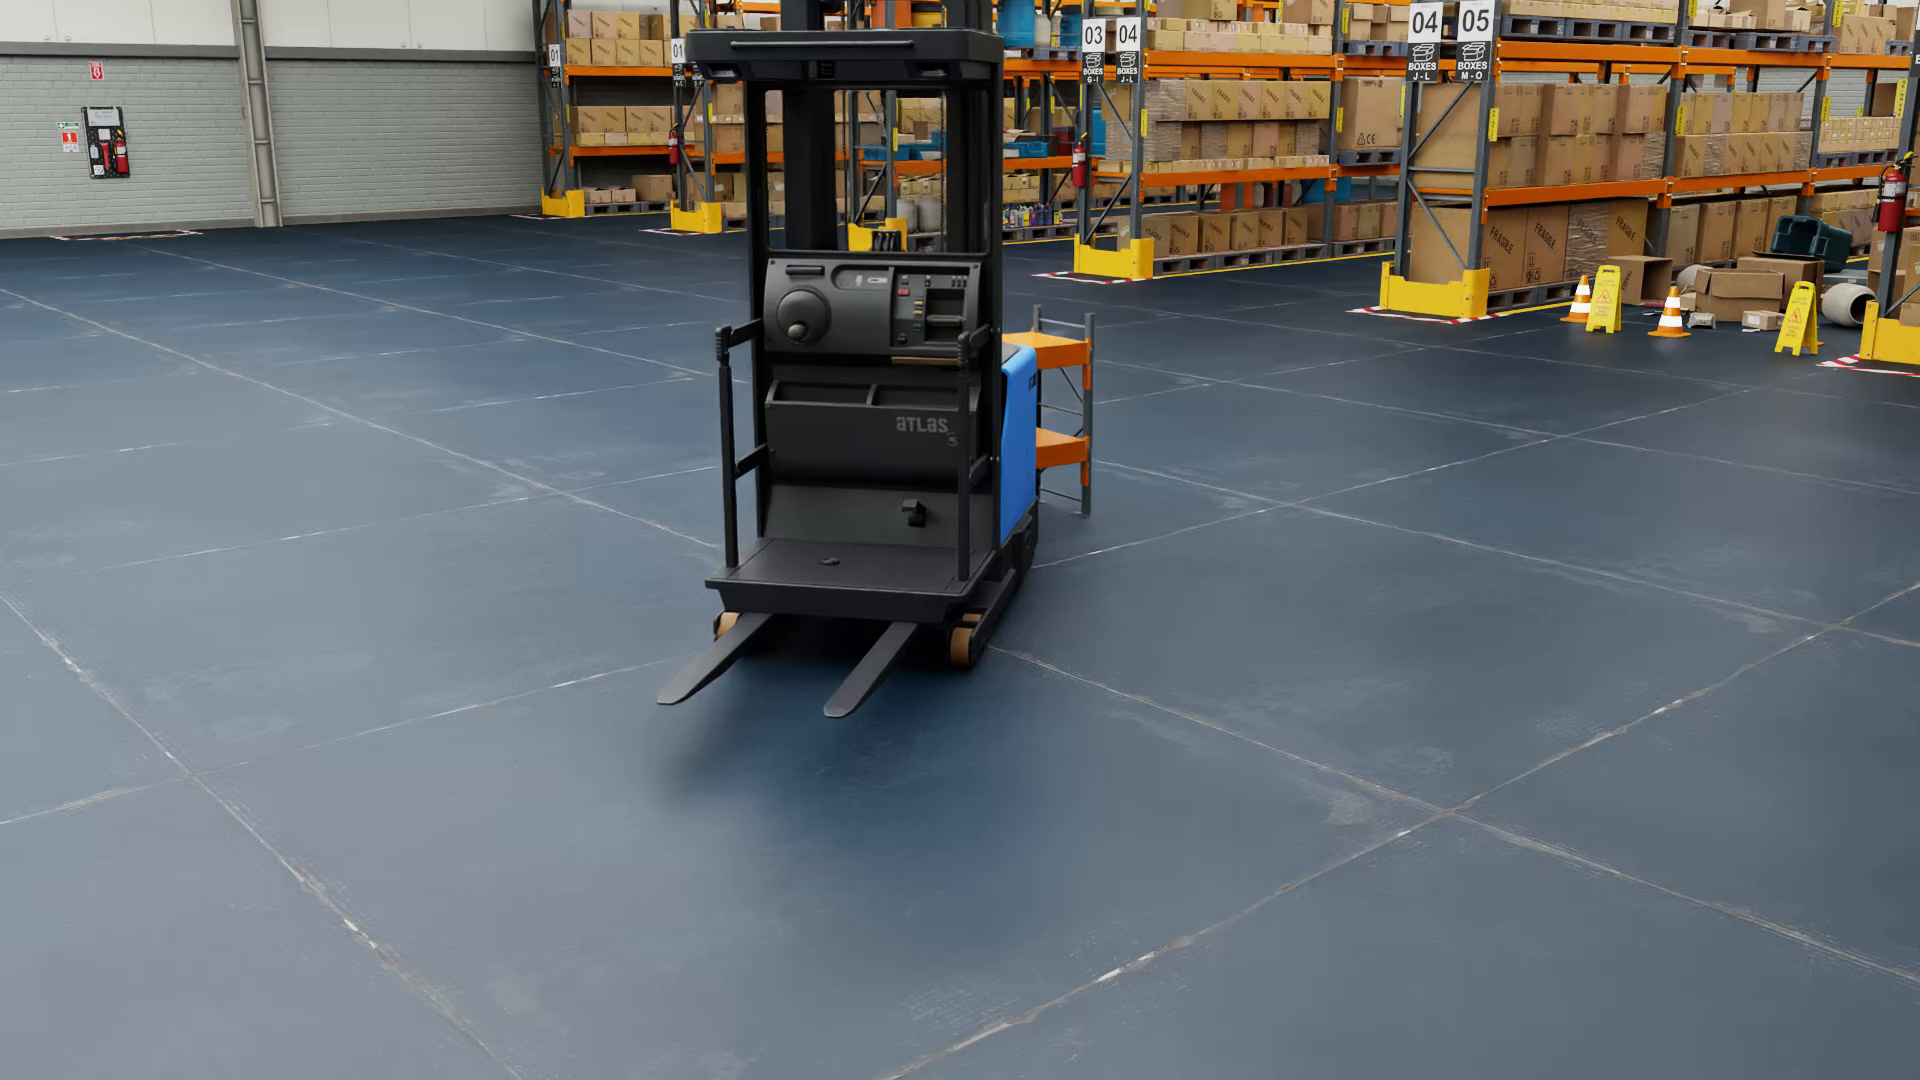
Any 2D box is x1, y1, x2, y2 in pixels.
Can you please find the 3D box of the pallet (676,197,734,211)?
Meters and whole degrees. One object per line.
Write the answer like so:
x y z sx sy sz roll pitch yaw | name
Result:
-5.280 -7.005 34.566 1.213 0.211 1.003 -13 19 -39 | pallet

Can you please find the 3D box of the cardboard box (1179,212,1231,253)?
3.335 -4.210 22.730 0.500 0.500 0.500 -10 18 -34 | cardboard box

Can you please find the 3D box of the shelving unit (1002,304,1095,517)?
0.153 -0.651 9.007 1.048 1.125 0.538 -10 18 -34 | shelving unit

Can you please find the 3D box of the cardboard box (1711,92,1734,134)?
9.276 -5.387 20.974 0.500 0.500 0.700 -12 19 -39 | cardboard box

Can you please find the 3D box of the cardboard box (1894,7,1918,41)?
13.814 -7.610 24.608 0.500 0.500 0.700 -13 19 -39 | cardboard box

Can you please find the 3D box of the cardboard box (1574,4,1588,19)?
6.541 -5.708 17.974 0.250 0.149 0.380 -13 20 -40 | cardboard box

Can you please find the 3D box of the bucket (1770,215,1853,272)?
9.548 -3.278 18.608 0.620 0.611 0.726 5 12 -23 | bucket

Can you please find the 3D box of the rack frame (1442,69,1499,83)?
7.975 -6.258 26.365 0.127 3.000 1.000 -13 19 -39 | rack frame

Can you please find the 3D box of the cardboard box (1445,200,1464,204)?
7.483 -5.145 26.191 0.500 0.500 0.700 -14 20 -42 | cardboard box

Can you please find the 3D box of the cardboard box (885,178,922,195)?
-1.067 -6.676 31.359 0.500 0.311 0.500 -13 19 -39 | cardboard box

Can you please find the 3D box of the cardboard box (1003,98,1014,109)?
1.054 -10.263 39.098 0.500 0.250 0.500 -12 19 -38 | cardboard box

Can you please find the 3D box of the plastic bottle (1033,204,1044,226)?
1.265 -5.279 26.982 0.185 0.351 0.144 -14 20 -42 | plastic bottle

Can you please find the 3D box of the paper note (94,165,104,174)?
-14.449 -6.213 27.903 0.142 0.148 0.016 -13 19 -39 | paper note

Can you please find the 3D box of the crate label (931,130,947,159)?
-0.100 -6.248 26.261 0.616 0.435 0.502 -13 19 -39 | crate label

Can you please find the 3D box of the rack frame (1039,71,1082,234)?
1.706 -6.544 27.438 0.127 3.000 1.000 -13 19 -39 | rack frame

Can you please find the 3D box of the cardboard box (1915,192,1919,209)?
8.587 -2.957 14.494 0.250 0.149 0.380 -12 19 -38 | cardboard box

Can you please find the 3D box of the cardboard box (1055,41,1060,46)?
1.782 -9.765 33.488 0.500 0.500 0.910 -13 19 -39 | cardboard box

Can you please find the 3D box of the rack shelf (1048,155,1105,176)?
3.215 -6.536 28.799 4.000 0.370 1.077 -13 19 -39 | rack shelf

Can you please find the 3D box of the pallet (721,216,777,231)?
-4.010 -5.622 29.389 1.213 0.211 1.003 -13 19 -39 | pallet

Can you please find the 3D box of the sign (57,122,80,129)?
-14.745 -6.853 27.499 0.331 0.109 0.001 -13 19 -39 | sign

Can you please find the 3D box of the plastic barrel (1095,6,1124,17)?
2.441 -8.475 27.881 0.600 0.901 0.600 0 15 0 | plastic barrel

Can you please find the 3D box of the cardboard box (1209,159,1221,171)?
3.250 -4.996 22.128 0.250 0.149 0.380 -13 19 -39 | cardboard box

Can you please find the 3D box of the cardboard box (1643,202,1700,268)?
8.547 -3.836 20.844 0.750 0.750 1.050 -13 20 -40 | cardboard box

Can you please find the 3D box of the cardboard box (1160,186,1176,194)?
4.309 -7.730 35.868 0.500 0.500 0.500 -13 20 -40 | cardboard box

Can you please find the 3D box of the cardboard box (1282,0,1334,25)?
4.786 -7.337 22.854 0.500 0.500 0.500 -13 20 -41 | cardboard box

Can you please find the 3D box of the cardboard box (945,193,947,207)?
-0.300 -6.578 32.080 0.500 0.250 0.500 -13 20 -41 | cardboard box

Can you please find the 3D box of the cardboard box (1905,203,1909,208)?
13.780 -4.773 24.838 0.500 0.500 0.500 -13 20 -40 | cardboard box

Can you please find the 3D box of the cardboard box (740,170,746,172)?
-3.606 -6.389 29.919 0.500 0.500 0.500 -13 19 -39 | cardboard box

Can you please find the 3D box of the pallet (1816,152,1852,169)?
11.623 -5.324 23.240 1.003 0.211 1.213 -13 19 -39 | pallet

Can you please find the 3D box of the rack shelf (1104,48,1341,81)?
3.449 -6.343 22.265 4.000 0.370 1.077 -13 19 -39 | rack shelf

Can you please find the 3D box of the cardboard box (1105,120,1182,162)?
2.373 -5.182 21.568 0.500 0.500 0.875 -13 19 -39 | cardboard box

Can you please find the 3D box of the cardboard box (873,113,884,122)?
-1.607 -7.783 30.625 0.250 0.149 0.380 -13 20 -39 | cardboard box

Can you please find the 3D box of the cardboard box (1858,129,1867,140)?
12.622 -5.761 23.603 0.250 0.149 0.380 -13 20 -40 | cardboard box

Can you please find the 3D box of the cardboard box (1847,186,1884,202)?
13.380 -5.050 24.421 0.500 0.250 0.500 -12 19 -37 | cardboard box

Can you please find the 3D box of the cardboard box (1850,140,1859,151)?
12.433 -5.576 23.485 0.250 0.149 0.380 -12 19 -38 | cardboard box

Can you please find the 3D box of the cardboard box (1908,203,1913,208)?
14.568 -5.084 25.527 0.250 0.149 0.380 -12 19 -37 | cardboard box

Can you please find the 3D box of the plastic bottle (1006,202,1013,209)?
0.825 -5.421 27.513 0.185 0.351 0.144 -12 19 -38 | plastic bottle

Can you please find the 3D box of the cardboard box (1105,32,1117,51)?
2.137 -6.410 21.414 0.500 0.250 0.500 -12 19 -38 | cardboard box

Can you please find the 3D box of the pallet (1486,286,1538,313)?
5.672 -2.723 18.536 1.213 0.211 1.003 -13 19 -39 | pallet

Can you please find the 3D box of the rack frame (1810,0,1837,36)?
11.155 -8.173 21.911 0.127 3.000 1.000 -13 19 -39 | rack frame

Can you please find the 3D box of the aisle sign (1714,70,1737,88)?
14.262 -8.823 30.930 0.004 0.787 0.394 -13 19 -39 | aisle sign

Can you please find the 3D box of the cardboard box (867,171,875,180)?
-2.288 -8.023 36.966 0.500 0.500 0.700 -12 19 -39 | cardboard box

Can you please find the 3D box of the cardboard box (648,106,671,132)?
-6.102 -8.375 33.090 0.500 0.500 0.500 -12 19 -38 | cardboard box

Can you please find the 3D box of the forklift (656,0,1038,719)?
-0.414 -1.000 6.814 1.130 2.935 3.031 3 15 12 | forklift

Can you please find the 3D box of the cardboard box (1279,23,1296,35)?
4.317 -6.899 22.473 0.250 0.149 0.380 -13 20 -41 | cardboard box

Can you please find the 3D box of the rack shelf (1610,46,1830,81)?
9.646 -6.038 21.123 4.000 0.370 1.077 -13 19 -39 | rack shelf

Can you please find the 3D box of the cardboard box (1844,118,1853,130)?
12.220 -5.816 23.231 0.250 0.149 0.380 -14 20 -42 | cardboard box

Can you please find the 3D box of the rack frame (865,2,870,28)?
-1.779 -12.049 36.421 0.127 3.000 1.000 -13 19 -39 | rack frame

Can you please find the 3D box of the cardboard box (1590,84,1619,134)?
7.000 -4.955 19.105 0.550 0.550 0.875 -13 19 -39 | cardboard box

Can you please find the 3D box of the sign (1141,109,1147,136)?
2.297 -5.215 20.784 0.005 0.325 0.100 -13 19 -39 | sign

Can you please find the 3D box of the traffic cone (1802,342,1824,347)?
7.923 -2.072 15.609 0.334 0.463 0.336 -13 19 -39 | traffic cone

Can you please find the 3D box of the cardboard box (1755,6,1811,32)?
10.563 -6.697 21.361 0.500 0.311 0.500 -13 19 -39 | cardboard box

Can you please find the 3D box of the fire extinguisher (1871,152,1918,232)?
8.057 -3.006 14.342 0.183 0.674 0.296 -13 19 -39 | fire extinguisher
